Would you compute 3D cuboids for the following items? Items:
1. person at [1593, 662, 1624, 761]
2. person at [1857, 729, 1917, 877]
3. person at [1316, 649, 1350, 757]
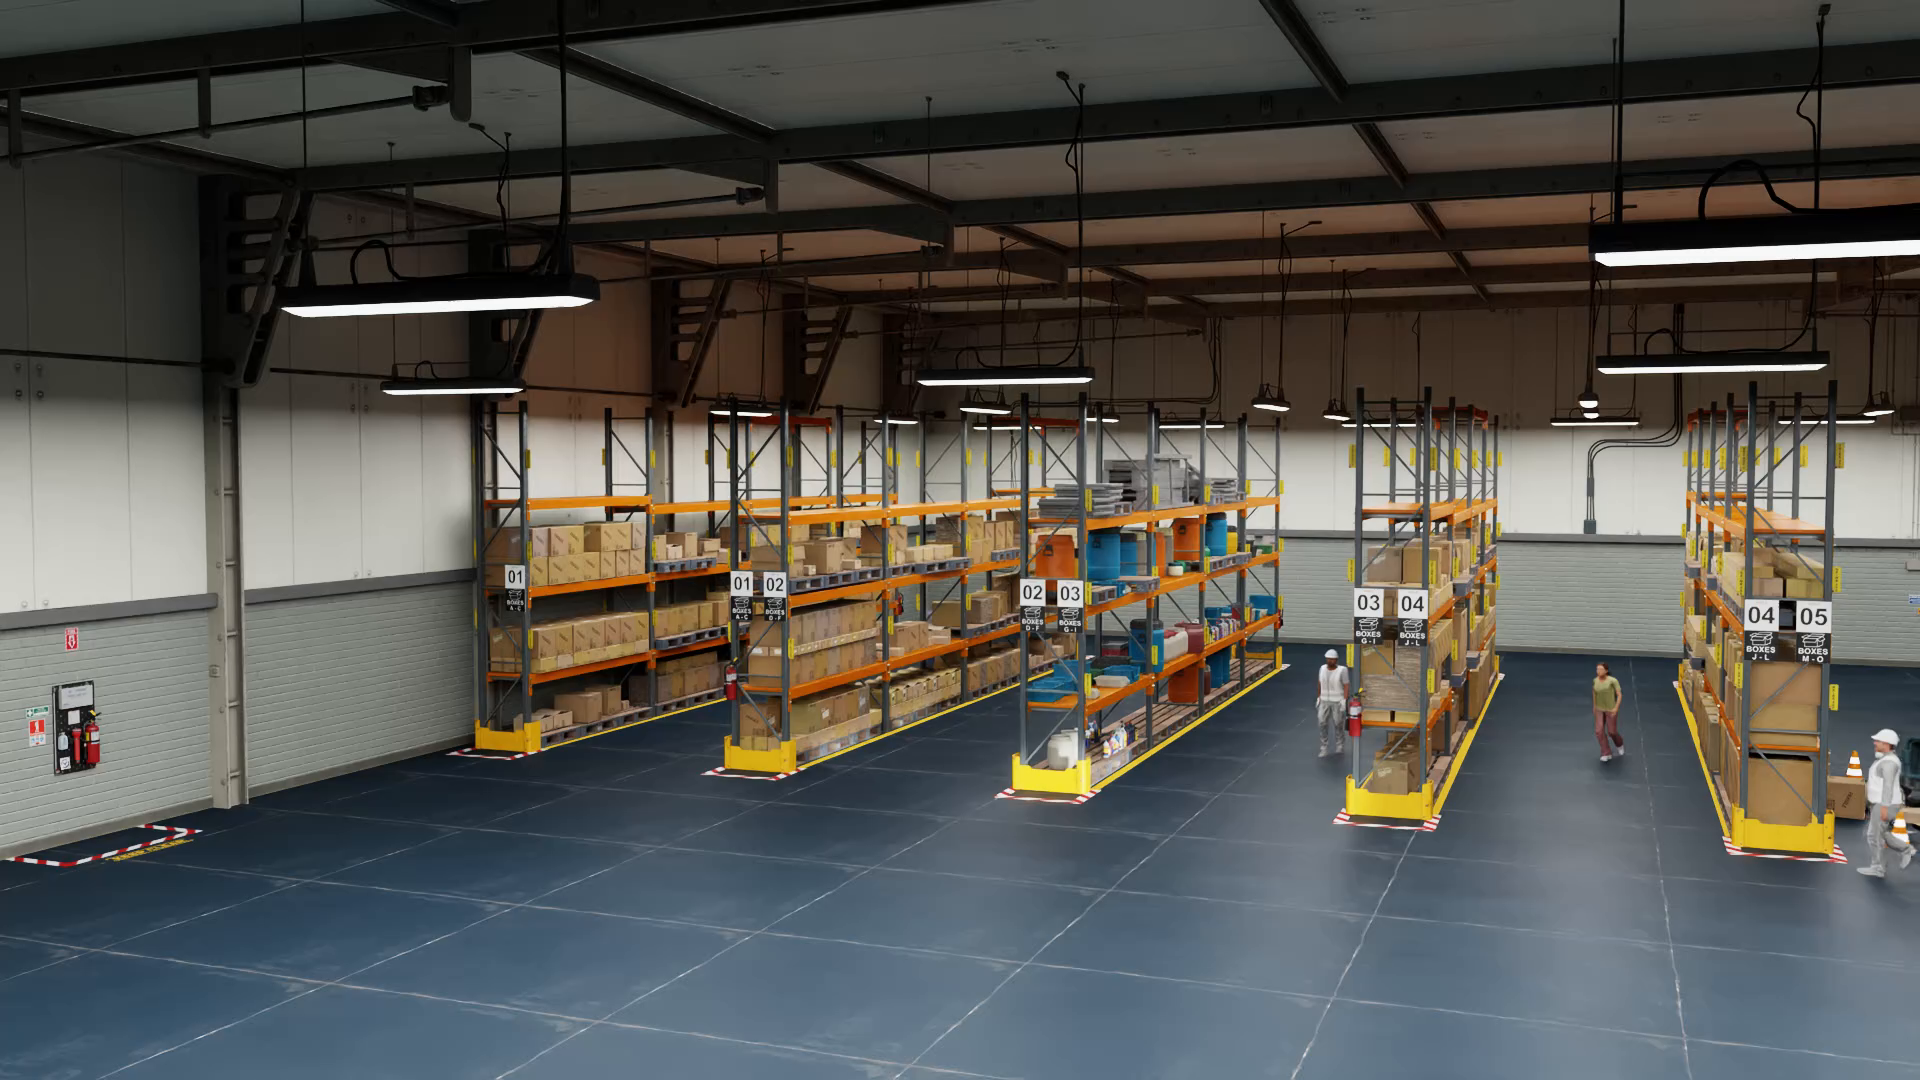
[{"bbox_3d":[10.832,2.836,27.754,0.508,1.645,0.647,3,4,45],"label":"person"},{"bbox_3d":[11.096,3.139,19.859,0.664,1.762,0.543,1,3,20],"label":"person"},{"bbox_3d":[6.280,2.756,28.116,0.628,1.822,0.585,2,4,39],"label":"person"}]
